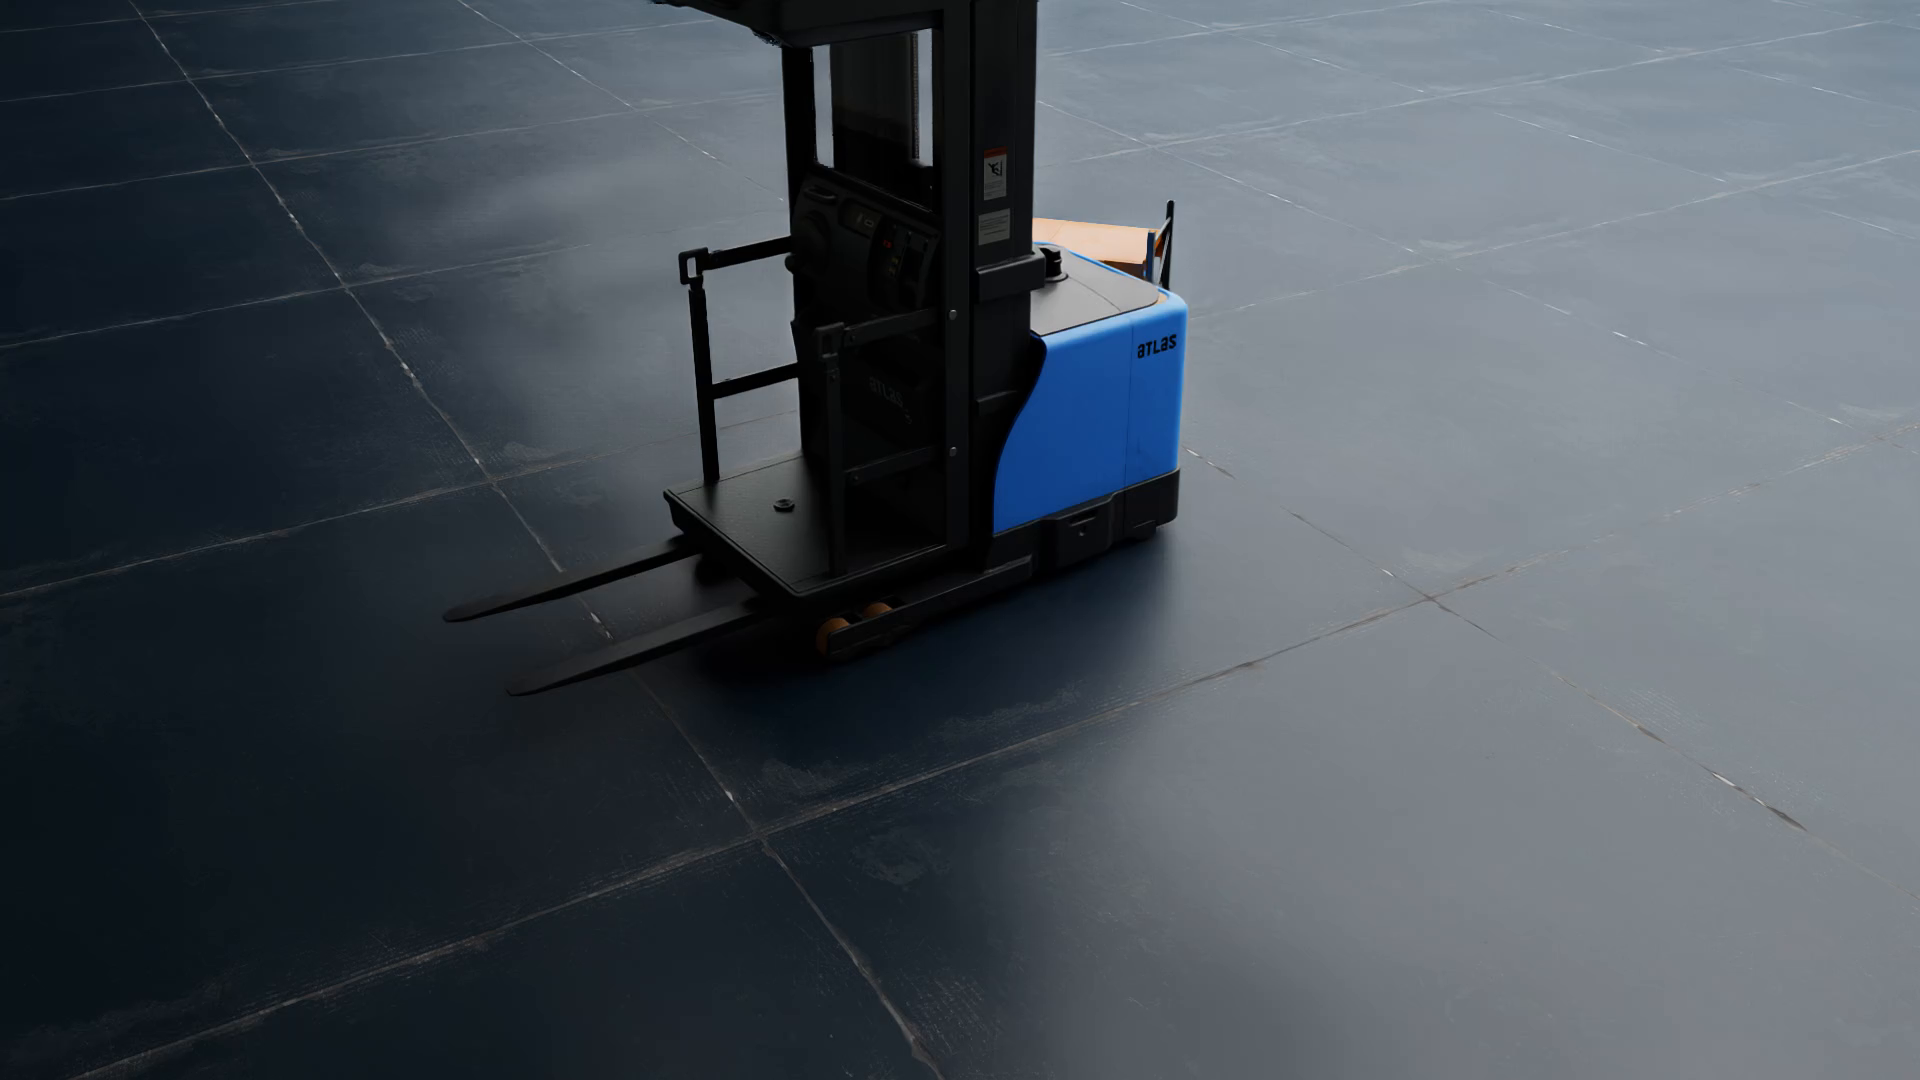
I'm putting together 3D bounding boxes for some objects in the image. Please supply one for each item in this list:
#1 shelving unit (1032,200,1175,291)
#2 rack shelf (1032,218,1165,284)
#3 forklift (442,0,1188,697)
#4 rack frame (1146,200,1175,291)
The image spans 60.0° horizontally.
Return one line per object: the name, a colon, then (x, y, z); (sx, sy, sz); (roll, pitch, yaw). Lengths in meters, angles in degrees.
shelving unit: (0.438, -1.064, 8.014); (1.048, 1.125, 0.538); (9, 30, 15)
rack shelf: (0.438, -1.321, 7.873); (1.000, 0.278, 0.538); (9, 30, 15)
forklift: (-0.535, -1.104, 6.217); (3.031, 2.935, 1.130); (-19, 34, -31)
rack frame: (0.923, -0.992, 7.883); (0.032, 1.125, 0.500); (9, 30, 15)
